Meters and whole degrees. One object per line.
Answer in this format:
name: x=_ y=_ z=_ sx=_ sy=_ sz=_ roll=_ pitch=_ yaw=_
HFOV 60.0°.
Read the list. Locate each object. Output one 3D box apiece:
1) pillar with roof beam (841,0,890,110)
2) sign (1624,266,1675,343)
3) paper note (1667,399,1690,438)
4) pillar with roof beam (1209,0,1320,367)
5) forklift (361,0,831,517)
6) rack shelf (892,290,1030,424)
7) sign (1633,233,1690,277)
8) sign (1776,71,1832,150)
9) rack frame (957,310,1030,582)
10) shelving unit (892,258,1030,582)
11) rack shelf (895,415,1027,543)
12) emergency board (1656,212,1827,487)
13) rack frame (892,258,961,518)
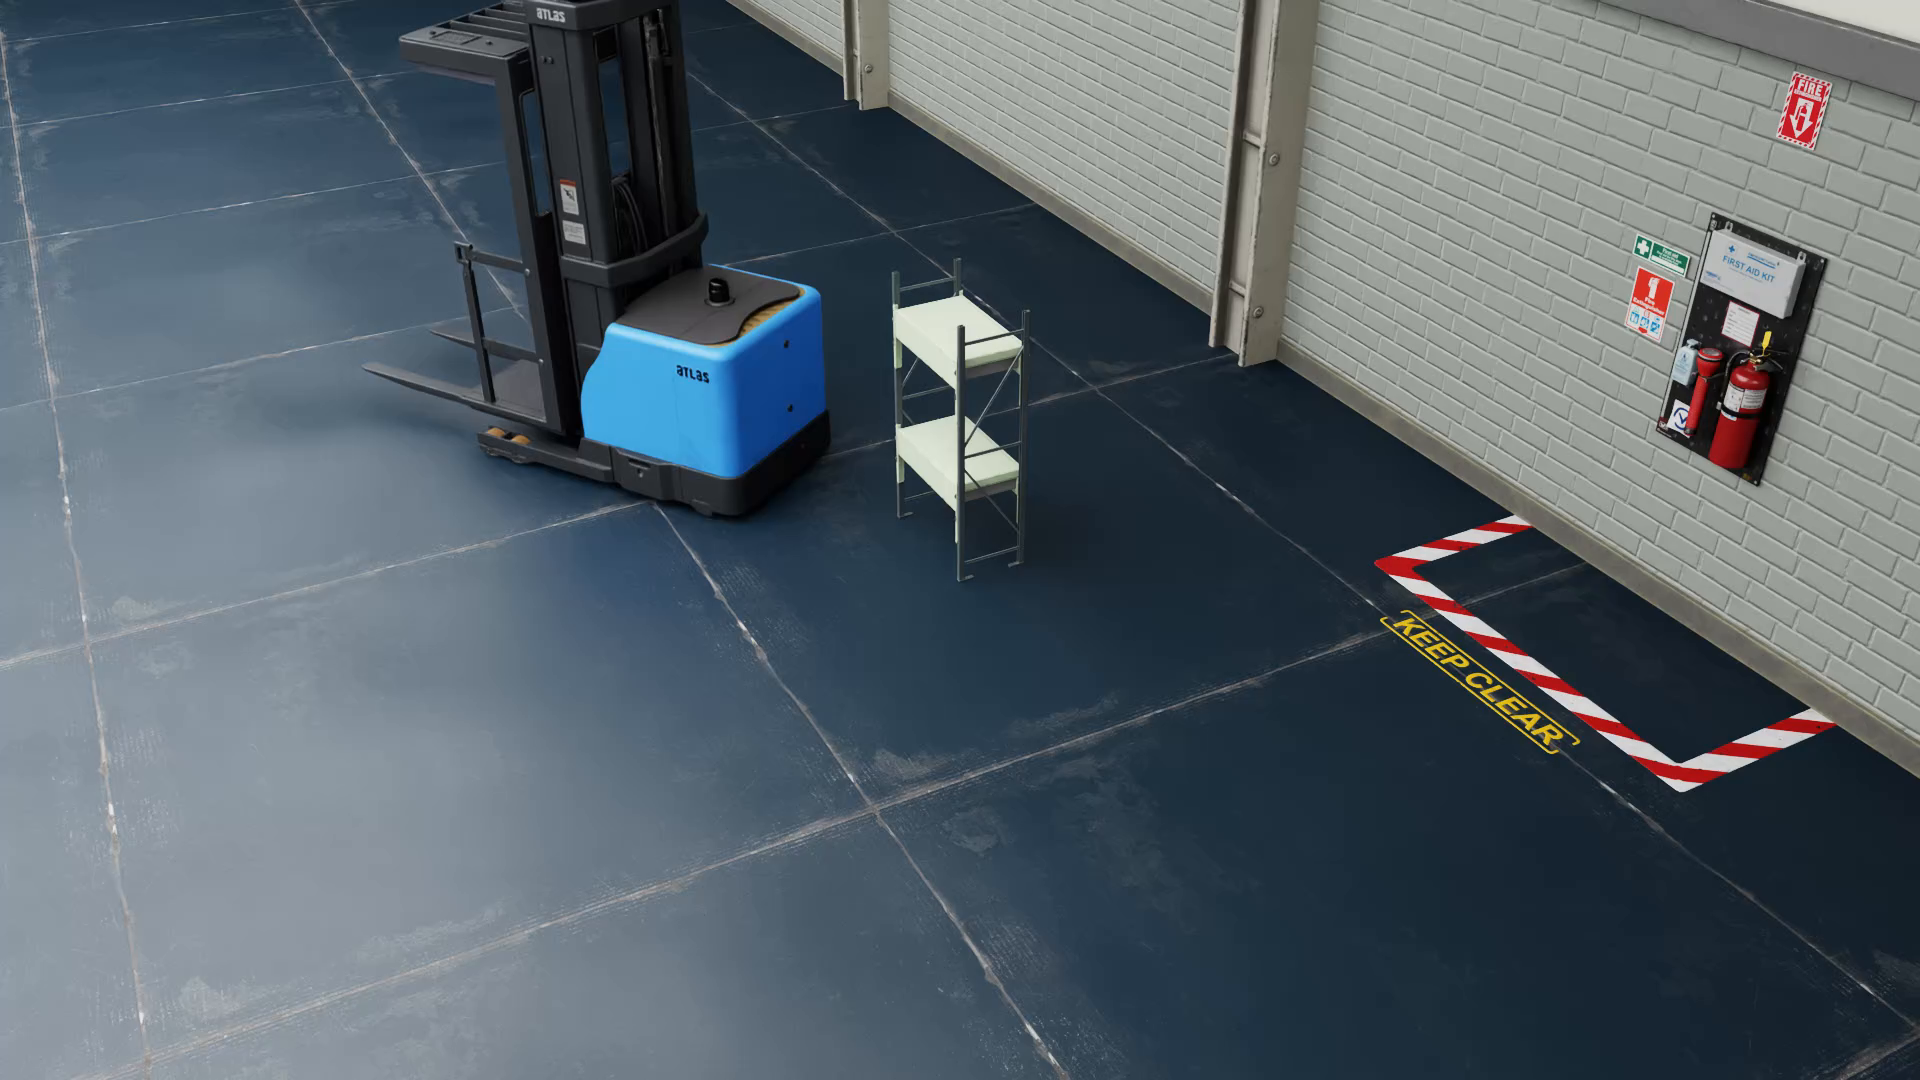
pillar with roof beam: x=-4.683 y=-6.852 z=11.622 sx=9.100 sy=9.000 sz=0.400 roll=-16 pitch=36 yaw=-23
sign: x=3.436 y=-1.176 z=8.290 sx=0.001 sy=0.329 sz=0.234 roll=-16 pitch=36 yaw=-23
paper note: x=3.581 y=-0.602 z=8.244 sx=0.016 sy=0.148 sz=0.142 roll=-16 pitch=36 yaw=-23
pillar with roof beam: x=-1.885 y=-3.989 z=7.152 sx=9.100 sy=9.000 sz=0.400 roll=-16 pitch=36 yaw=-23
forklift: x=-2.327 y=-1.925 z=9.556 sx=3.031 sy=2.935 sz=1.130 roll=16 pitch=36 yaw=23
rack shelf: x=-0.003 y=-0.963 z=8.658 sx=0.431 sy=0.370 sz=0.720 roll=-16 pitch=36 yaw=-23
sign: x=3.430 y=-1.394 z=8.140 sx=0.001 sy=0.109 sz=0.331 roll=-16 pitch=36 yaw=-23
sign: x=3.687 y=-1.876 z=7.267 sx=0.001 sy=0.298 sz=0.199 roll=-16 pitch=36 yaw=-23
rack frame: x=0.168 y=-0.460 z=8.596 sx=0.400 sy=1.500 sz=0.023 roll=-16 pitch=36 yaw=-23
shelving unit: x=-0.003 y=-0.635 z=8.869 sx=0.431 sy=1.500 sz=0.755 roll=-16 pitch=36 yaw=-23
rack shelf: x=-0.003 y=-0.360 z=9.045 sx=0.431 sy=0.370 sz=0.720 roll=-16 pitch=36 yaw=-23
emergency board: x=3.602 y=-0.871 z=7.847 sx=0.194 sy=1.169 sz=0.643 roll=-16 pitch=36 yaw=-23
rack frame: x=-0.174 y=-0.809 z=9.142 sx=0.400 sy=1.500 sz=0.023 roll=-16 pitch=36 yaw=-23
